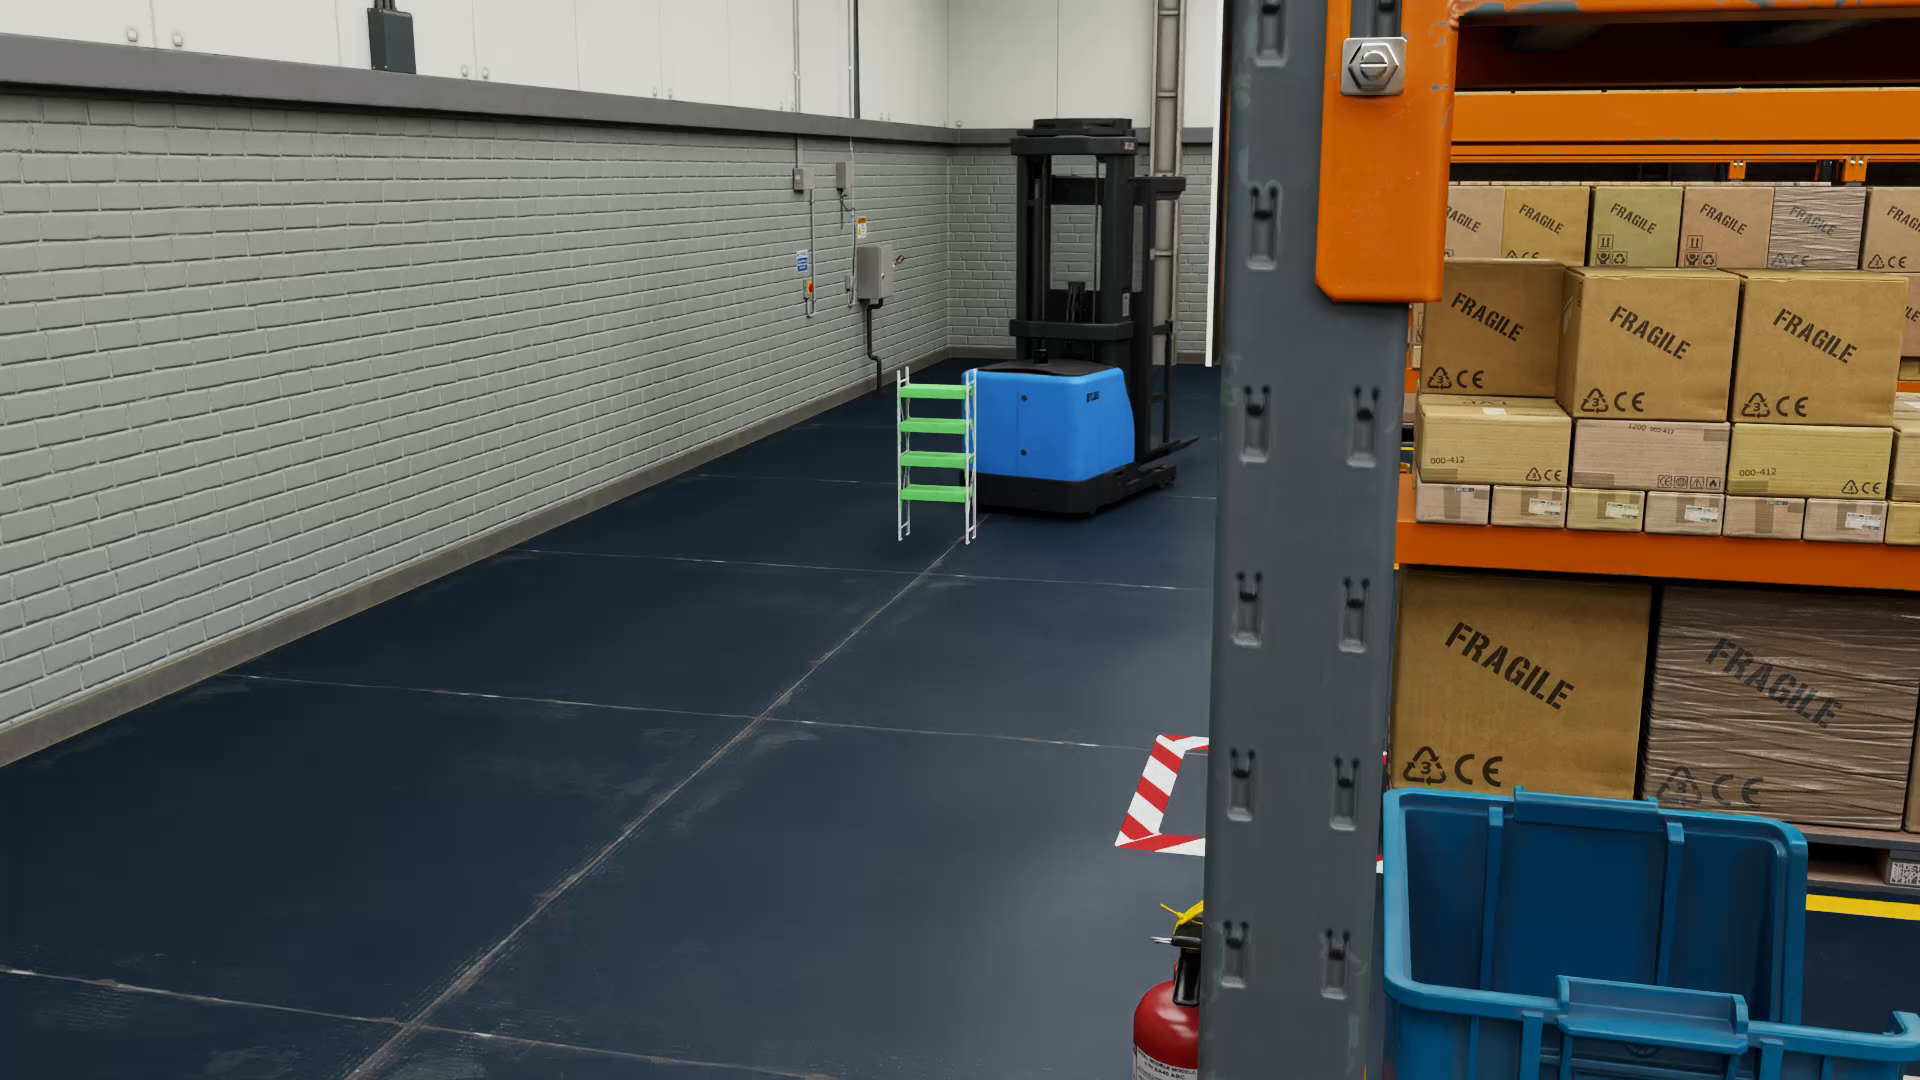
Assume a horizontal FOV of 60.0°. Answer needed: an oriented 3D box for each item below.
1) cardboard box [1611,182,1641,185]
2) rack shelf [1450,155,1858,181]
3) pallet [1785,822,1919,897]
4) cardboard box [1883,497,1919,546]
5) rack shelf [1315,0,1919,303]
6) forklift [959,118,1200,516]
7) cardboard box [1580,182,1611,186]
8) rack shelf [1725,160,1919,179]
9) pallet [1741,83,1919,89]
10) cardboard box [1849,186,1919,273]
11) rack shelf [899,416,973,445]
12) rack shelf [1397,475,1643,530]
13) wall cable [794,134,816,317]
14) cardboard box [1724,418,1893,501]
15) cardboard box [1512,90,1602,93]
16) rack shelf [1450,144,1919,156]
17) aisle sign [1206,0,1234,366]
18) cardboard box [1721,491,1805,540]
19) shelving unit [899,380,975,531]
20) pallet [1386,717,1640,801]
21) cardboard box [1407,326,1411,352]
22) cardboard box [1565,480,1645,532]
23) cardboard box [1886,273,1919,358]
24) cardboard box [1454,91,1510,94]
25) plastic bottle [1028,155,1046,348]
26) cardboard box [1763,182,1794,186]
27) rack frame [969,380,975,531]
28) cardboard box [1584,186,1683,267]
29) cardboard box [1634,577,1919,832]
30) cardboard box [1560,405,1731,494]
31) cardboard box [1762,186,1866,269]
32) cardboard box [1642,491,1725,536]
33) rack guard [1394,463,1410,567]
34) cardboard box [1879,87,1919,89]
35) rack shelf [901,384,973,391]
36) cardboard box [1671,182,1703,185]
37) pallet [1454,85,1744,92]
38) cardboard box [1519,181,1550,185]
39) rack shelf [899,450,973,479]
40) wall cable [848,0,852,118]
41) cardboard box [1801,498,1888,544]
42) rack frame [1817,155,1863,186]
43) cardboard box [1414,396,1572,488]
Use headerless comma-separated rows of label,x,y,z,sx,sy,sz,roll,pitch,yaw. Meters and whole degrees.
cardboard box,5.965,-3.148,14.961,0.250,0.149,0.380,3,13,14
rack shelf,5.867,-3.473,15.199,4.000,0.370,1.077,3,13,14
pallet,3.527,1.070,6.423,1.213,0.211,1.003,3,13,14
cardboard box,3.310,-0.090,5.794,0.250,0.149,0.380,3,13,12
rack shelf,2.306,-0.348,1.112,4.000,0.370,1.077,3,13,14
forklift,1.139,-1.888,13.476,1.130,2.935,3.031,7,14,28
cardboard box,5.699,-3.152,14.976,0.250,0.149,0.380,3,13,12
rack shelf,10.936,-4.310,18.969,4.000,0.370,1.077,3,13,14
pallet,3.462,-1.702,5.759,1.213,0.211,1.003,3,13,14
cardboard box,5.697,-1.886,10.081,0.500,0.500,0.500,3,13,12
rack shelf,-0.161,-0.766,11.604,0.480,0.148,0.258,3,13,14
rack shelf,3.493,-0.055,6.102,3.809,0.052,0.919,3,13,14
wall cable,-1.555,-3.263,17.097,0.123,1.953,0.585,3,13,14
cardboard box,2.946,-0.318,5.901,0.500,0.250,0.500,3,13,12
cardboard box,3.722,-2.704,10.415,0.500,0.250,0.500,3,13,15
rack shelf,4.779,-2.427,10.484,4.000,0.370,1.077,3,13,14
aisle sign,0.223,-0.549,1.280,0.004,0.787,0.394,3,13,14
cardboard box,2.815,-0.117,5.914,0.250,0.149,0.380,3,13,12
shelving unit,-0.157,-0.594,11.642,0.487,1.046,0.258,3,13,14
pallet,2.346,1.006,6.710,1.213,0.211,1.003,3,13,14
cardboard box,5.682,-2.443,20.612,0.637,0.503,0.797,3,13,11
cardboard box,2.315,-0.143,6.034,0.250,0.149,0.380,3,13,12
cardboard box,5.680,-1.397,10.188,0.500,0.500,0.500,3,13,12
cardboard box,3.212,-2.732,10.543,0.500,0.250,0.500,4,13,16
plastic bottle,7.393,-1.258,10.478,14.651,2.616,20.093,3,13,14
cardboard box,7.204,-3.096,14.724,0.250,0.149,0.380,3,13,15
rack frame,0.076,-0.582,11.586,0.006,1.046,0.228,3,13,14
cardboard box,4.201,-1.964,10.436,0.500,0.500,0.500,3,13,12
cardboard box,3.075,0.516,6.419,0.875,0.875,0.875,3,13,14
cardboard box,2.459,-0.345,6.021,0.500,0.250,0.500,3,13,13
cardboard box,5.203,-1.915,10.214,0.500,0.500,0.500,3,13,15
cardboard box,2.568,-0.130,5.974,0.250,0.149,0.380,3,13,13
rack guard,2.911,-0.193,11.451,0.348,0.500,1.175,3,13,14
cardboard box,5.698,-2.598,9.941,0.500,0.250,0.500,3,13,13
rack shelf,-0.161,-1.053,11.541,0.457,0.021,0.221,3,13,14
cardboard box,6.462,-3.125,14.858,0.250,0.149,0.380,3,13,13
pallet,2.274,-1.765,6.042,1.213,0.211,1.003,3,13,14
cardboard box,5.228,-3.192,15.160,0.250,0.149,0.380,3,13,14
rack shelf,-0.161,-0.532,11.656,0.480,0.148,0.258,3,13,14
wall cable,-1.482,-5.787,17.040,0.029,3.000,2.355,3,13,14
cardboard box,3.065,-0.103,5.854,0.250,0.149,0.380,3,13,13
rack frame,7.809,-2.256,14.978,0.127,3.000,1.000,3,13,14
cardboard box,1.952,-0.370,6.137,0.500,0.250,0.500,3,13,12
